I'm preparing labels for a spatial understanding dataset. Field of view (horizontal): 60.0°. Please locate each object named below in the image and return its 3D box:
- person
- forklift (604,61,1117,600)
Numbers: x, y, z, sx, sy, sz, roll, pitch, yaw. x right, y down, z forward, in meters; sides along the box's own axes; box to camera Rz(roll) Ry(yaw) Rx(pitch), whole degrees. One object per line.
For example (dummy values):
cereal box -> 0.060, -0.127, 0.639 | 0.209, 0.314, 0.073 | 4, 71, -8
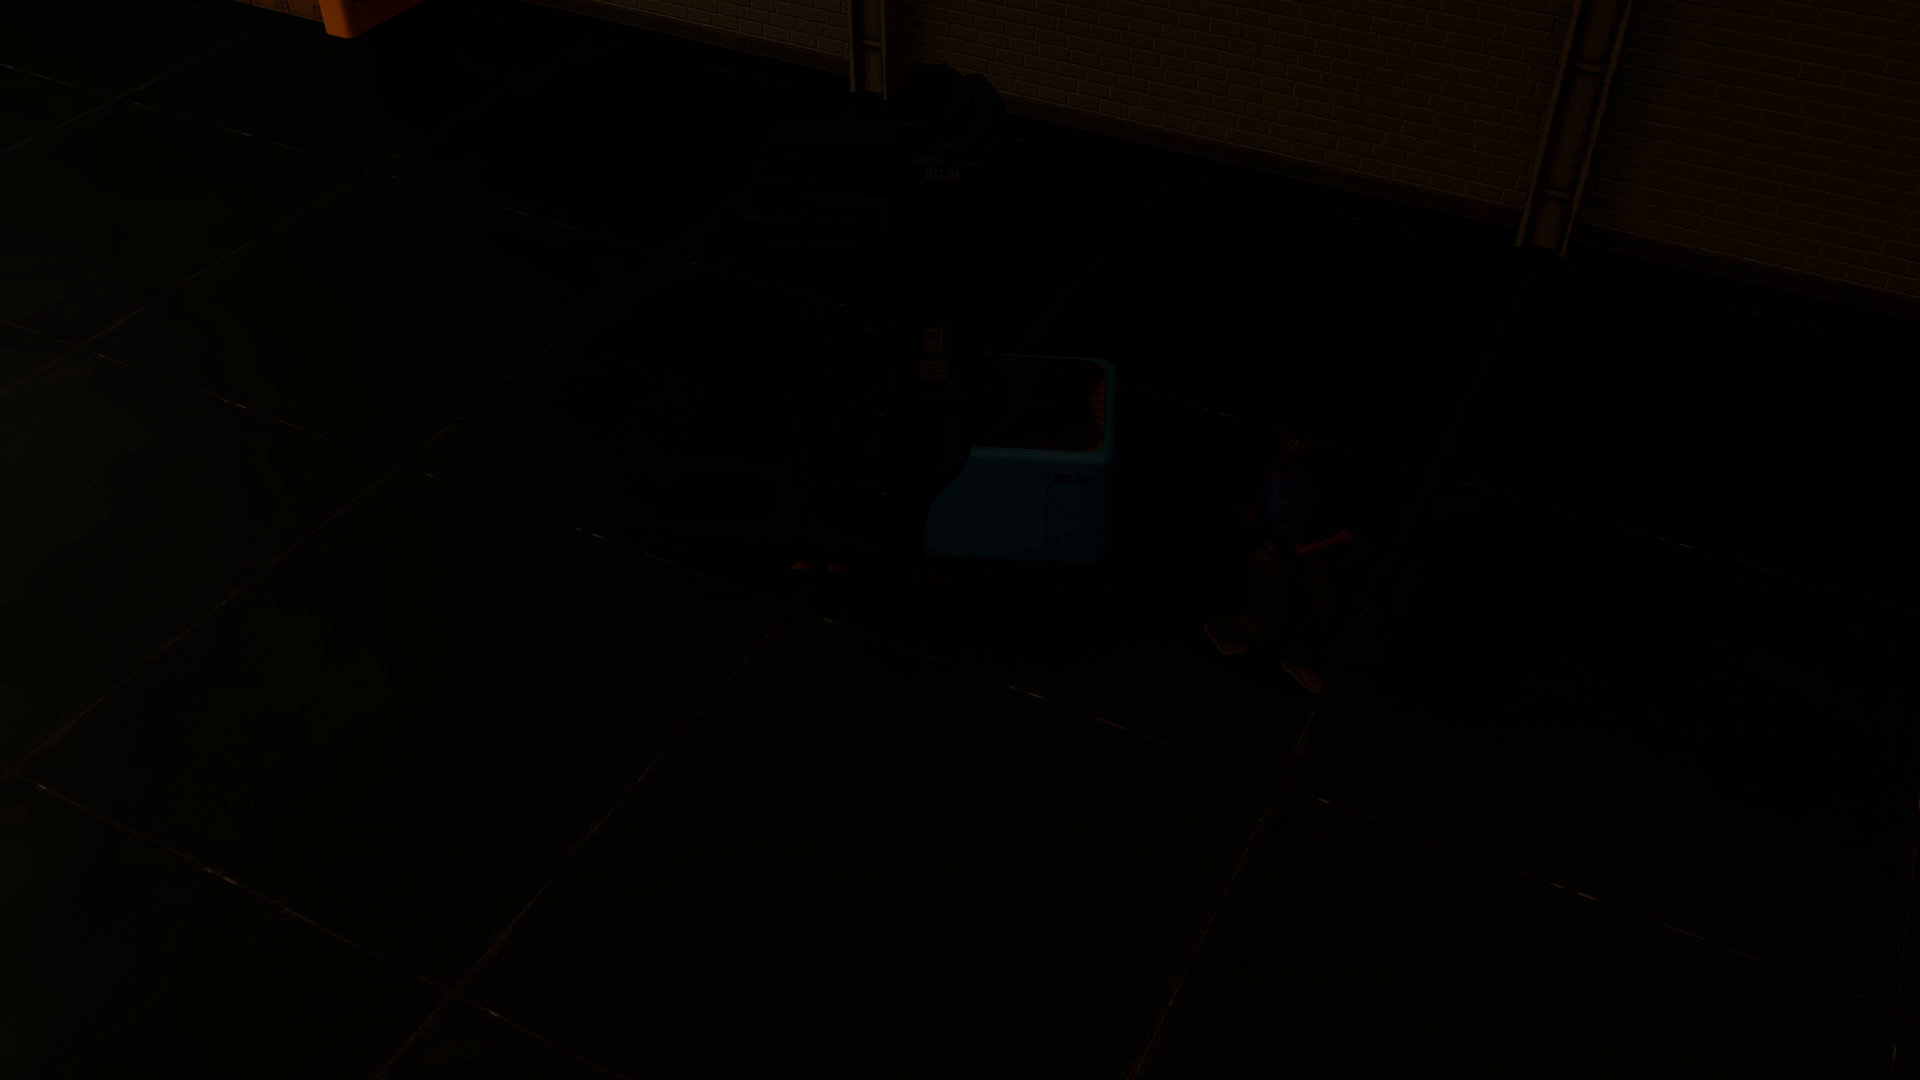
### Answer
person -> 1.739, 0.074, 8.968 | 0.783, 1.577, 0.503 | 26, 47, 28
forklift -> -0.606, -1.157, 9.360 | 3.031, 2.935, 1.130 | 3, 40, 4
